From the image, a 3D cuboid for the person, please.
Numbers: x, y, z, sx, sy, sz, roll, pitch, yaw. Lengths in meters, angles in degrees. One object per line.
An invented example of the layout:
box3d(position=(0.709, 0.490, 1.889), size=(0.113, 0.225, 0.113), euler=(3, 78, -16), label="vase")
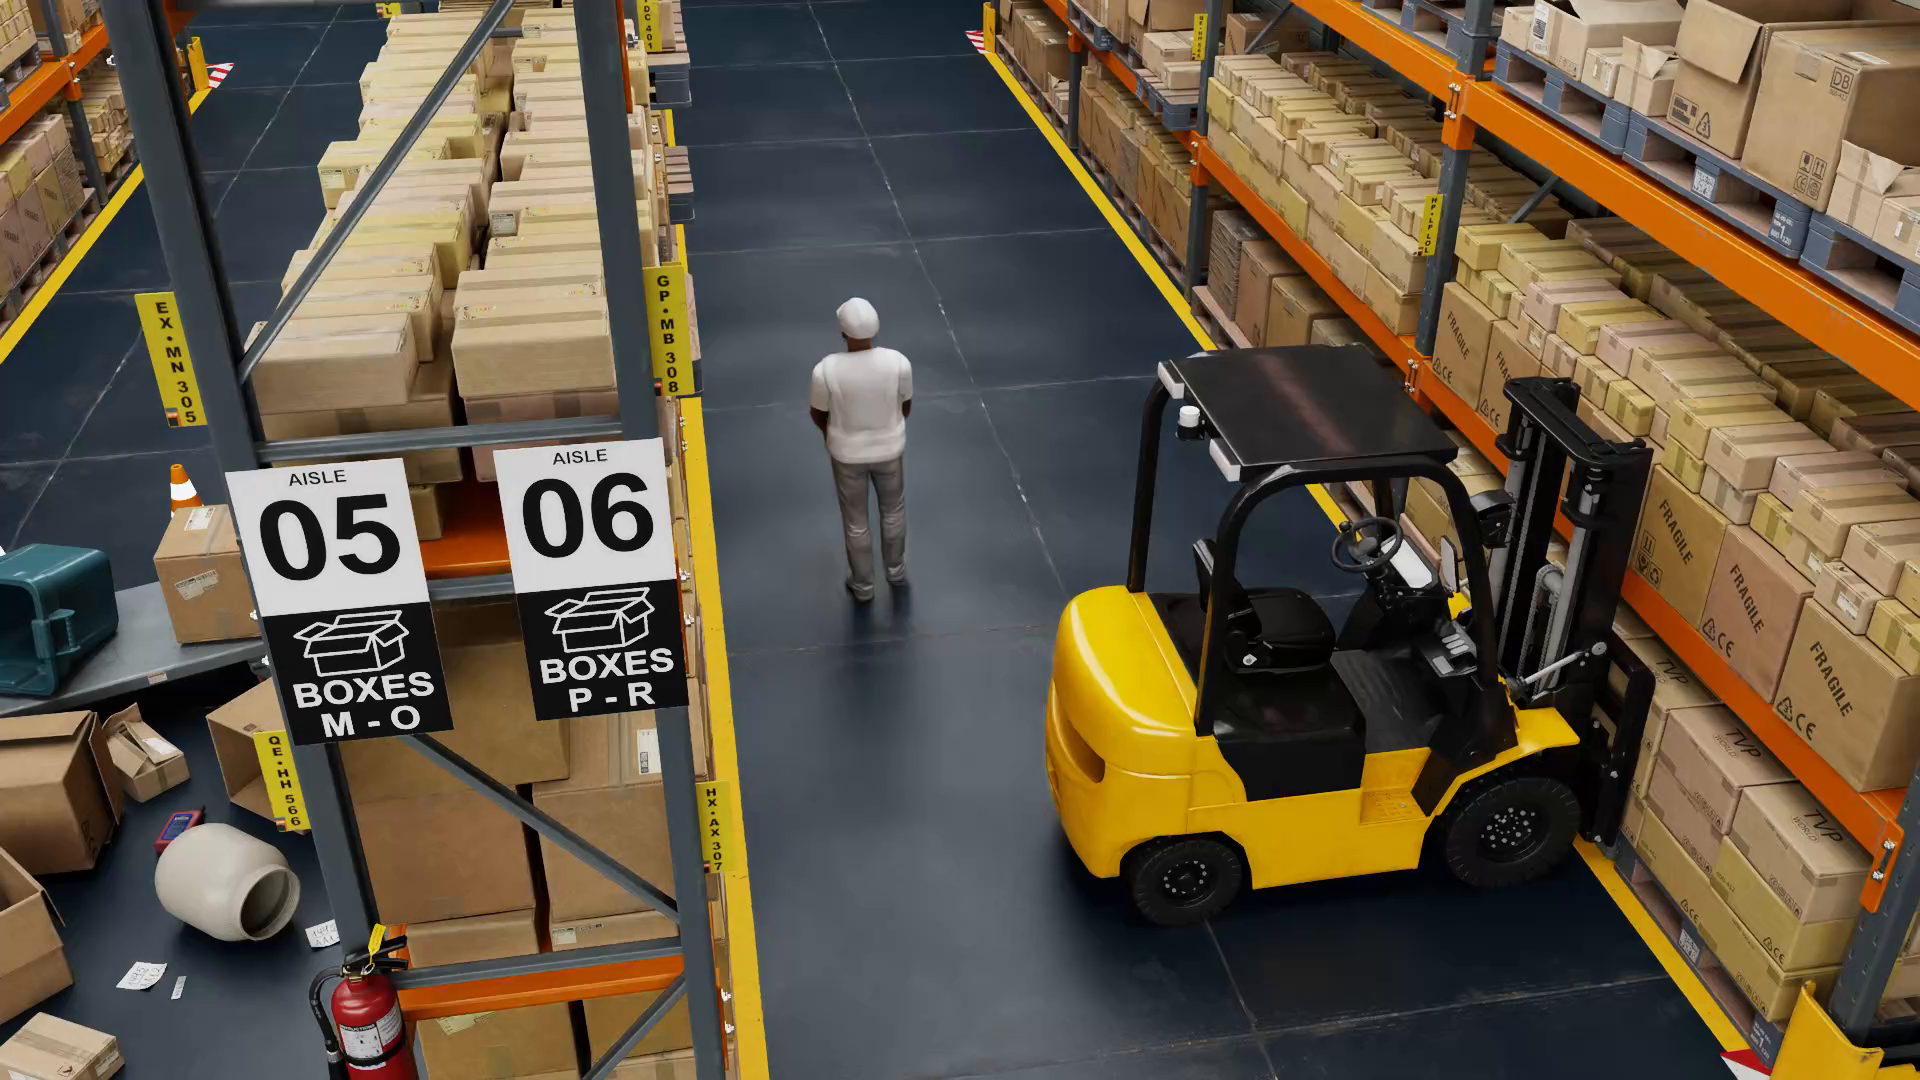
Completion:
box3d(position=(-0.534, -0.522, 8.982), size=(0.552, 1.771, 0.538), euler=(-6, 31, -10), label="person")
